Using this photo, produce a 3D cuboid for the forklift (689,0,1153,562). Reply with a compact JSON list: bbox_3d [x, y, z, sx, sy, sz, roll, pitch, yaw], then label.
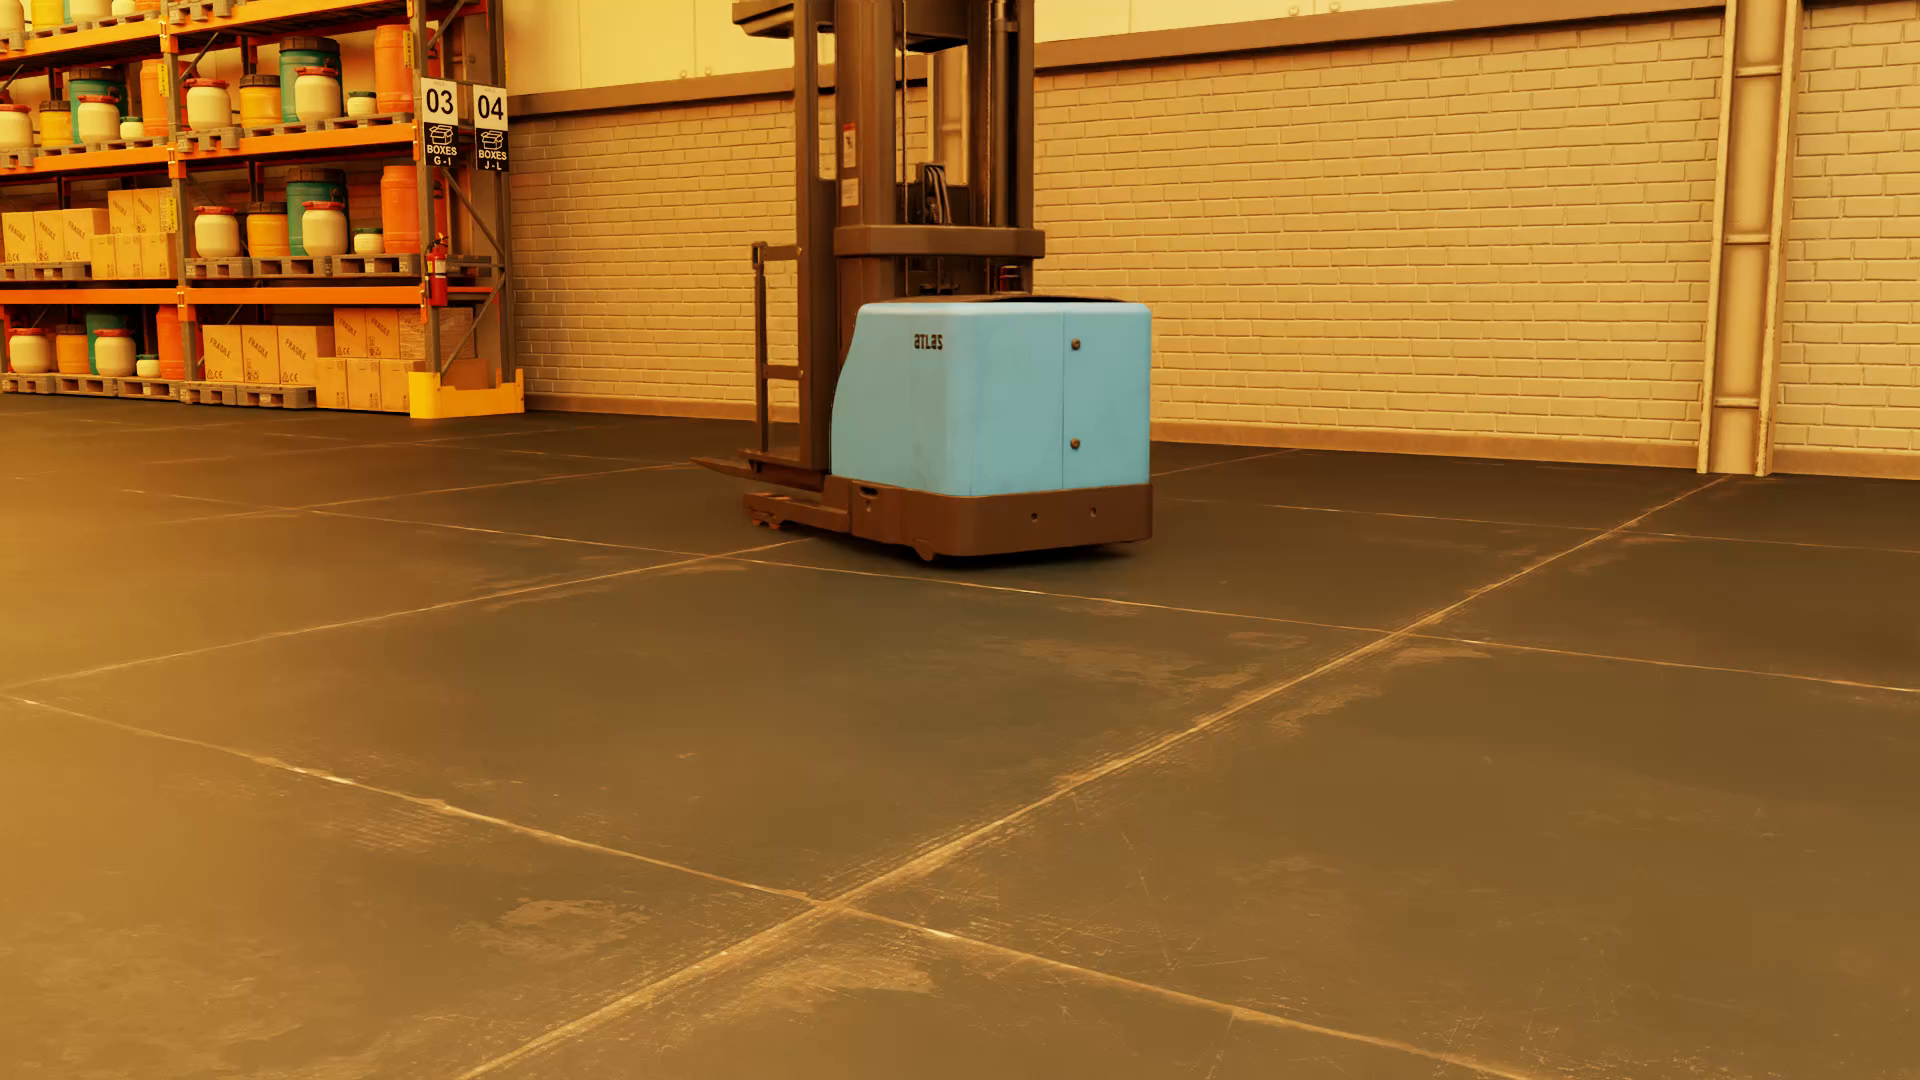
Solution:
[{"bbox_3d":[-0.394,-1.527,7.932,1.130,2.935,3.031,-5,10,-33],"label":"forklift"}]
